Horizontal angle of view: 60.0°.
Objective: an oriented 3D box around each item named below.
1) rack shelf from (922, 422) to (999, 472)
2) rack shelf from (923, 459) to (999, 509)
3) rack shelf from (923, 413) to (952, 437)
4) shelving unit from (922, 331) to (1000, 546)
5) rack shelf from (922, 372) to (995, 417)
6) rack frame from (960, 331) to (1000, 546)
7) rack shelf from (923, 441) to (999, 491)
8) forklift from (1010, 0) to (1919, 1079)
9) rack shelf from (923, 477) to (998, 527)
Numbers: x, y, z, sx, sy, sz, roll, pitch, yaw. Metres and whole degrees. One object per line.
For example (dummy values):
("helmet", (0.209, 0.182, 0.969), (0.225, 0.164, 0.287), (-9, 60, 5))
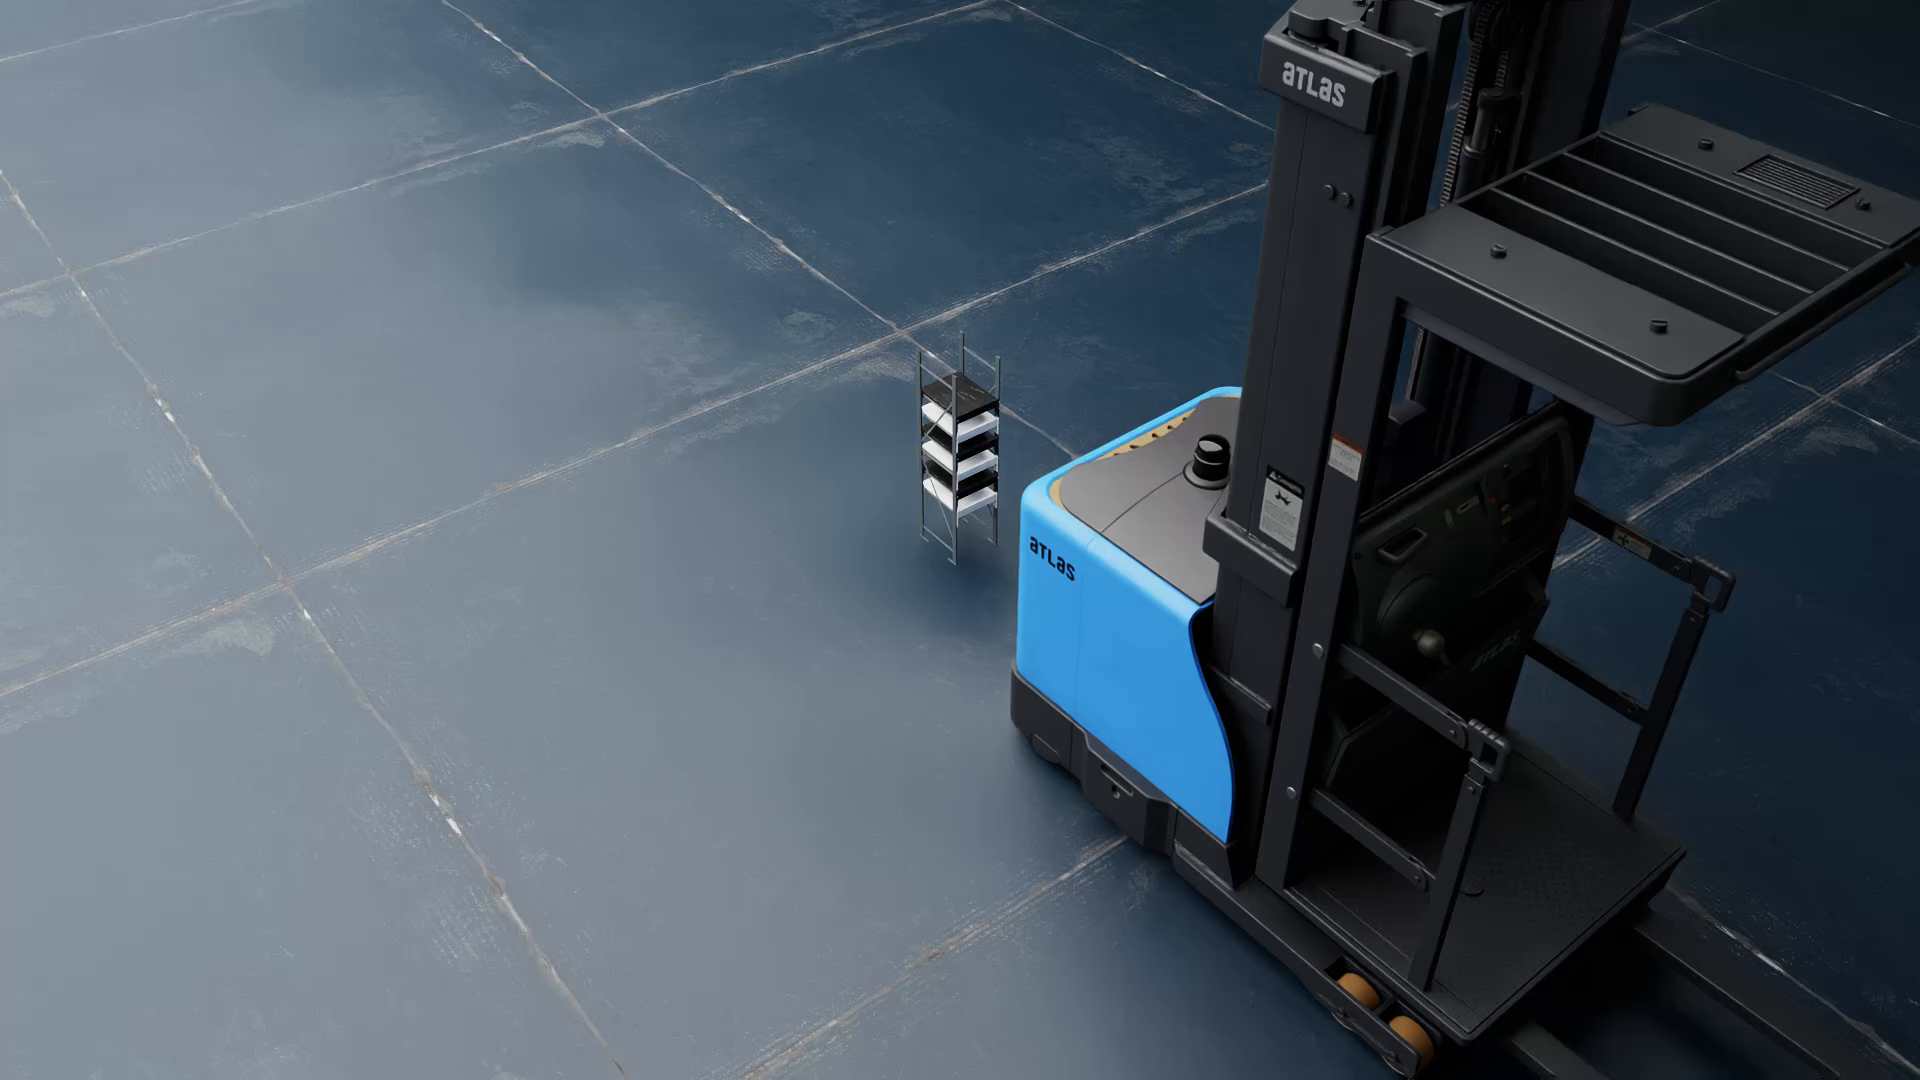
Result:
("rack shelf", (-0.006, -0.389, 6.425), (0.200, 0.077, 0.258), (-26, 46, -28))
("rack shelf", (-0.006, -0.249, 6.539), (0.200, 0.077, 0.258), (-26, 46, -28))
("rack shelf", (-0.006, -0.470, 6.358), (0.184, 0.015, 0.199), (-26, 46, -28))
("shelving unit", (-0.005, -0.346, 6.462), (0.205, 0.900, 0.258), (-26, 46, -28))
("rack shelf", (-0.006, -0.544, 6.298), (0.190, 0.026, 0.221), (-26, 46, -28))
("rack frame", (0.074, -0.384, 6.509), (0.006, 0.900, 0.240), (-26, 46, -28))
("rack shelf", (-0.006, -0.319, 6.482), (0.200, 0.077, 0.258), (-26, 46, -28))
("forklift", (1.501, 0.084, 4.388), (1.129, 2.867, 3.031), (-28, 47, -29))
("rack shelf", (-0.006, -0.180, 6.596), (0.200, 0.077, 0.258), (-26, 46, -28))
